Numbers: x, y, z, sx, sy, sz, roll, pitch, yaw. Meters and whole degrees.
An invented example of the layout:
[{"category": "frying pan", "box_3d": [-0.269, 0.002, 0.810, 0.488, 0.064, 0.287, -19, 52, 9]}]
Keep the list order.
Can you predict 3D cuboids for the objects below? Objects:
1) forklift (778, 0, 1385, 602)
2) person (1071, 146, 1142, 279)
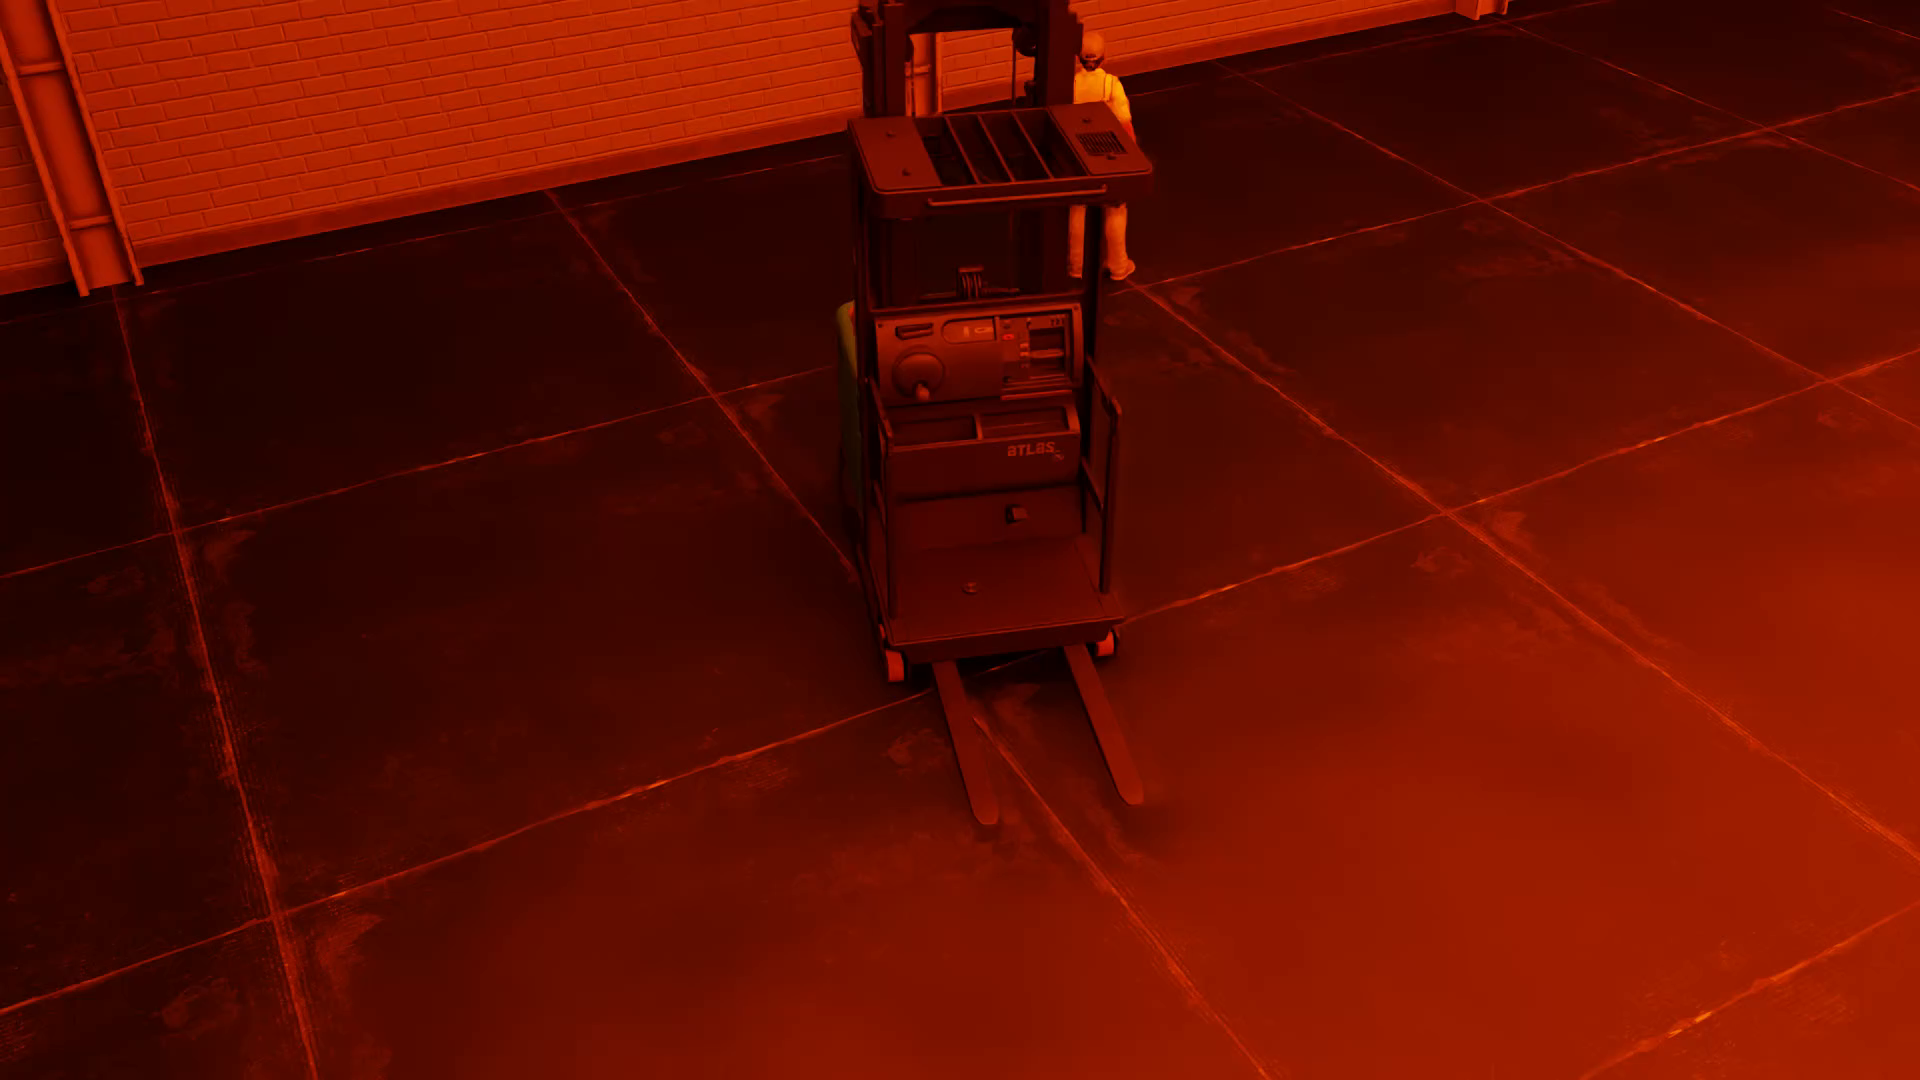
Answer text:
[{"category": "forklift", "box_3d": [0.625, -1.245, 7.885, 3.031, 2.935, 1.130, -3, 35, -5]}, {"category": "person", "box_3d": [0.888, -2.475, 10.708, 0.598, 1.670, 0.529, 10, 36, 14]}]
